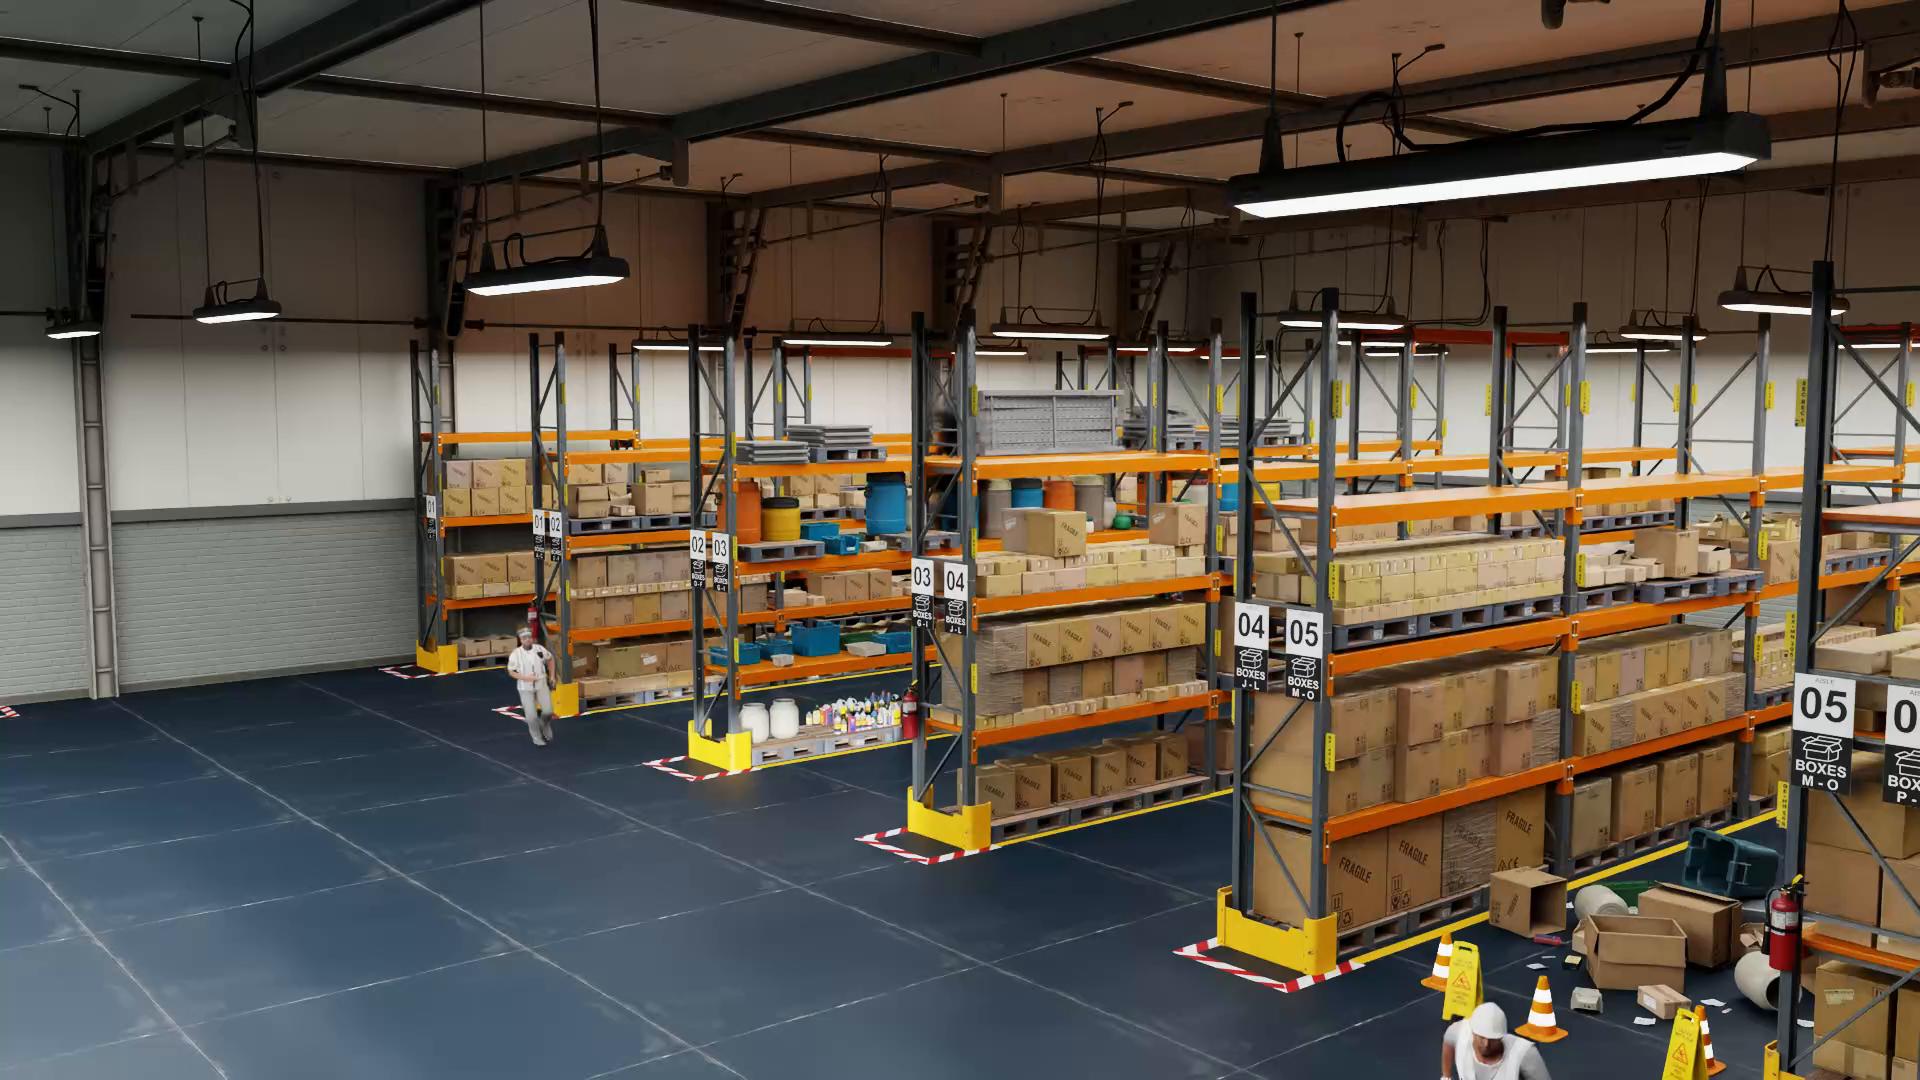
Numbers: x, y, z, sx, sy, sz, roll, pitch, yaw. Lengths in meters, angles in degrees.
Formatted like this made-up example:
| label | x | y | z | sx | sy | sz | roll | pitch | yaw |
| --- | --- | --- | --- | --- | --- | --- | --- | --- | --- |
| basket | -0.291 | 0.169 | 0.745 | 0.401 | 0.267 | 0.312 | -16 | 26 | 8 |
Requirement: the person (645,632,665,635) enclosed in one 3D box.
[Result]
| label | x | y | z | sx | sy | sz | roll | pitch | yaw |
| --- | --- | --- | --- | --- | --- | --- | --- | --- | --- |
| person | -5.758 | 1.572 | 30.838 | 0.645 | 1.483 | 0.860 | 2 | 6 | 19 |

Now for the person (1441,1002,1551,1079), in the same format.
| label | x | y | z | sx | sy | sz | roll | pitch | yaw |
| --- | --- | --- | --- | --- | --- | --- | --- | --- | --- |
| person | 3.249 | 3.439 | 10.008 | 0.696 | 1.610 | 1.142 | 3 | 6 | 31 |

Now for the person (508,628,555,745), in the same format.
| label | x | y | z | sx | sy | sz | roll | pitch | yaw |
| --- | --- | --- | --- | --- | --- | --- | --- | --- | --- |
| person | -6.129 | 2.101 | 23.845 | 0.672 | 1.718 | 0.572 | -2 | 6 | -20 |
